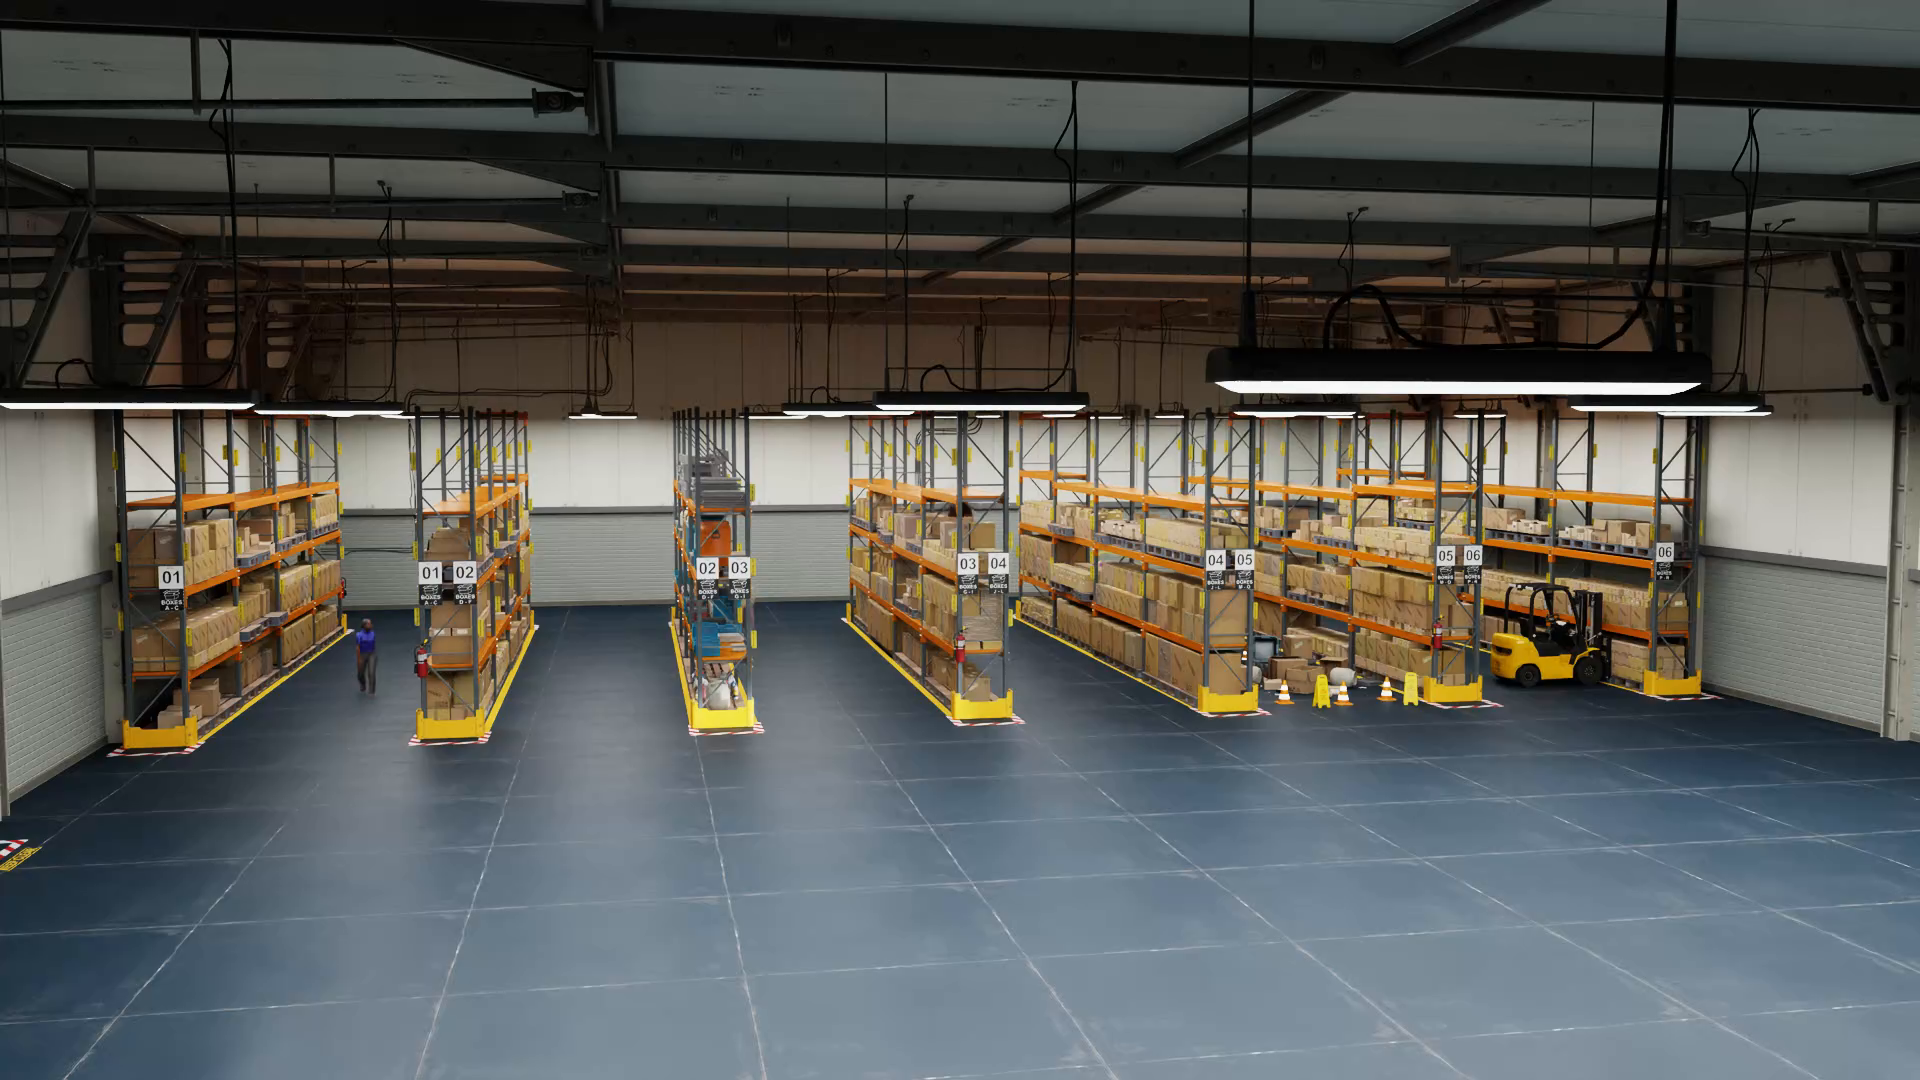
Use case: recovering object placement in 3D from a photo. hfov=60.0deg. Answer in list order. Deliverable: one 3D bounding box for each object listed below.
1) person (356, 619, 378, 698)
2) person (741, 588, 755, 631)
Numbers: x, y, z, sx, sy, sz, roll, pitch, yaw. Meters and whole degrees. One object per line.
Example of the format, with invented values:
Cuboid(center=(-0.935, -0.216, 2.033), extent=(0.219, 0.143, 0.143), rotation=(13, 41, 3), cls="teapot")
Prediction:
Cuboid(center=(-12.312, 2.449, 34.549), extent=(0.412, 1.610, 0.665), rotation=(-1, 4, -14), cls="person")
Cuboid(center=(-5.630, 1.778, 43.994), extent=(0.470, 1.621, 1.015), rotation=(-1, 4, -20), cls="person")
